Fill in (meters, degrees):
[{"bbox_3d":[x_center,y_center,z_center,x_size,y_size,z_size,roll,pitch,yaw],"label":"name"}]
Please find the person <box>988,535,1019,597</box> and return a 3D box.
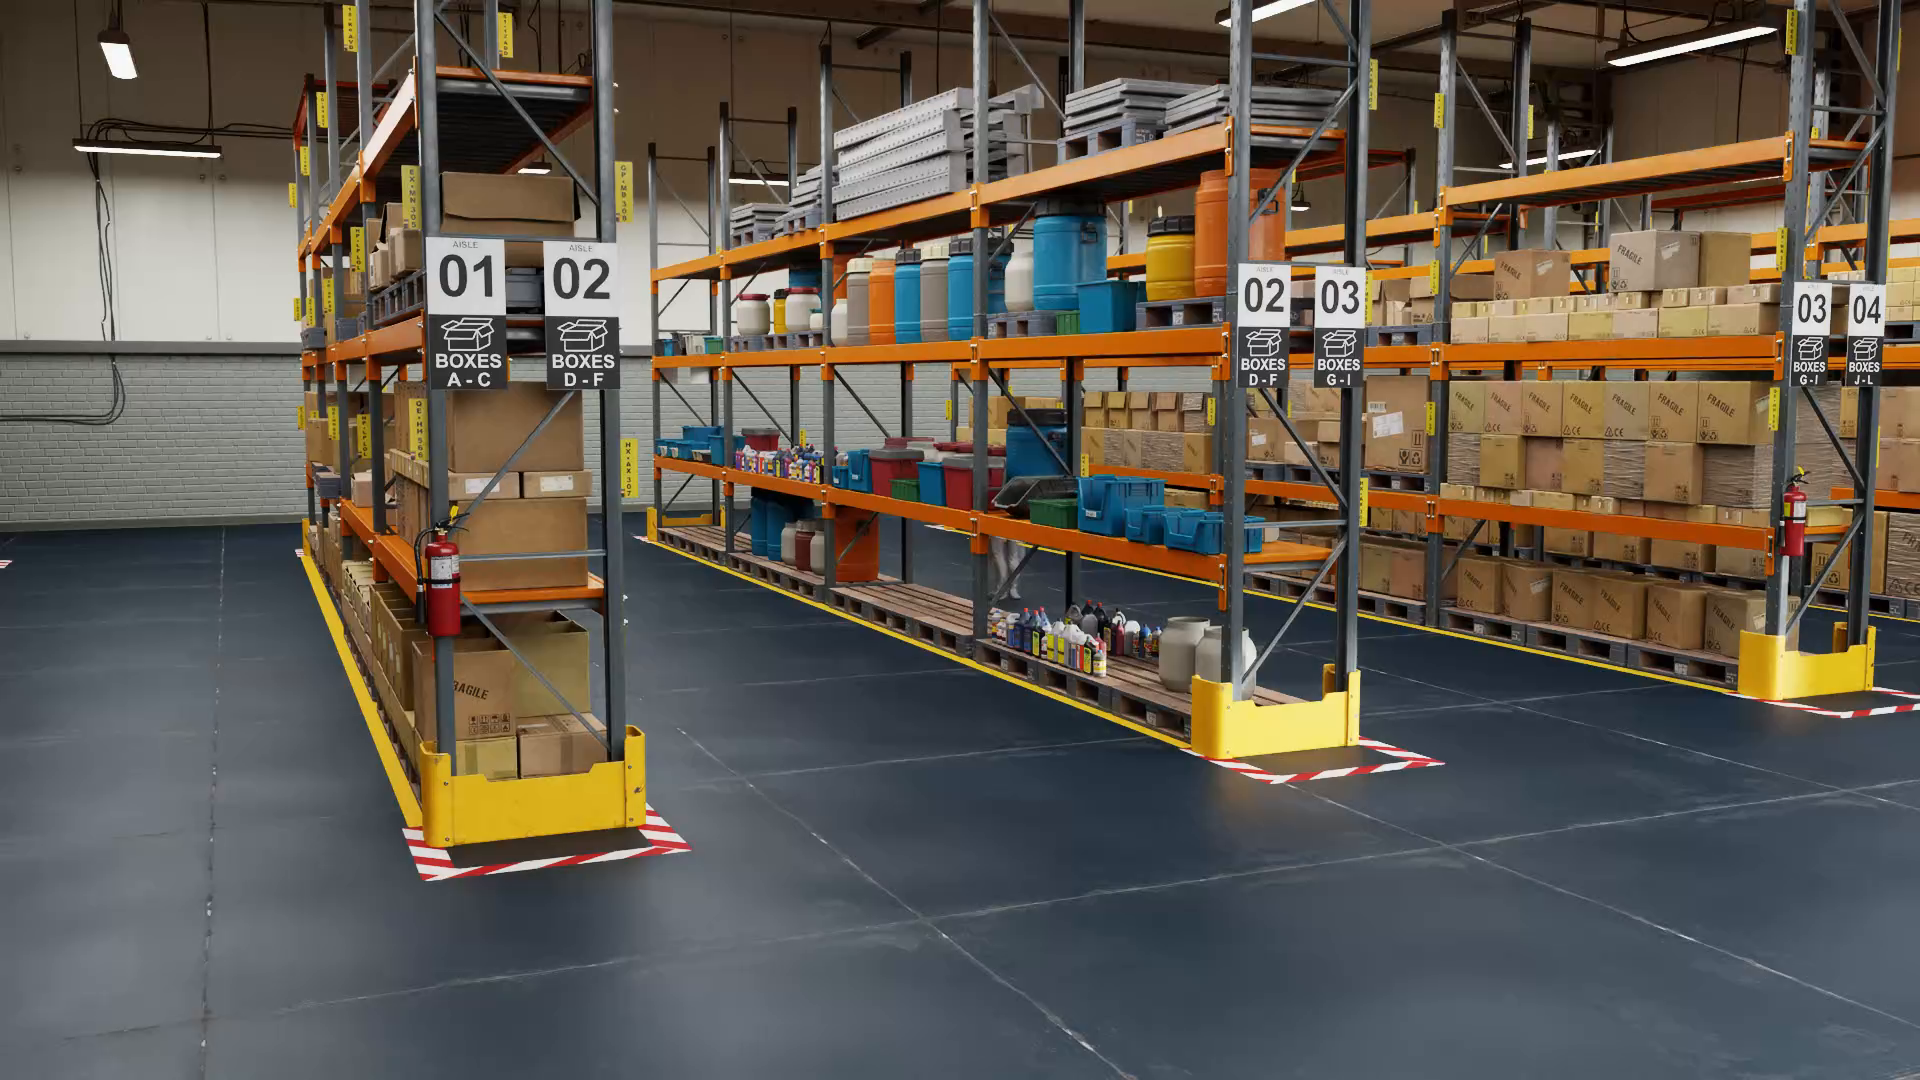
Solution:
[{"bbox_3d":[0.471,-0.201,18.971,0.534,1.643,0.839,-1,6,-10],"label":"person"}]
